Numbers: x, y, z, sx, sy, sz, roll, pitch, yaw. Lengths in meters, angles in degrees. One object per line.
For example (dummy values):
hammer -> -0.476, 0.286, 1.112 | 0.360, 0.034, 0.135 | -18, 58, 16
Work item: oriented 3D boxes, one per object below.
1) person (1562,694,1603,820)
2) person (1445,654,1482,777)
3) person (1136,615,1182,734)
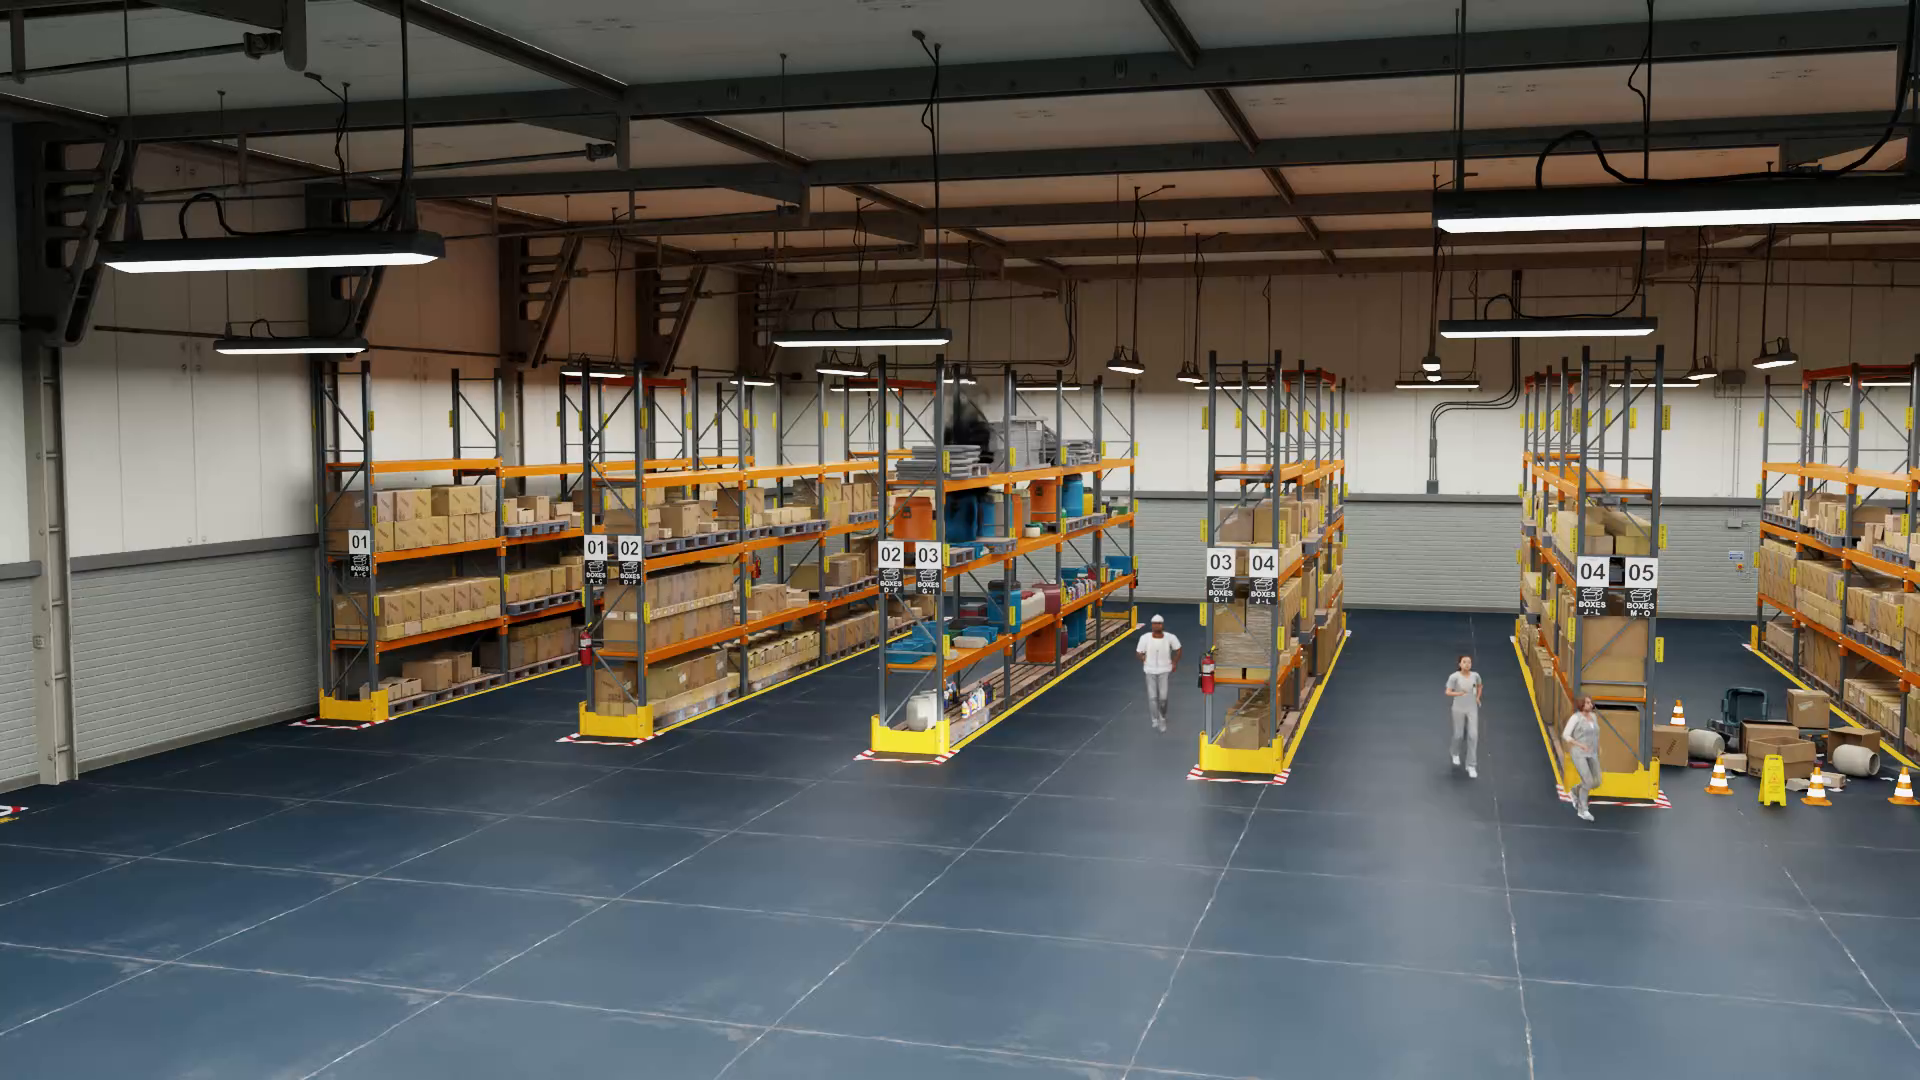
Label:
person -> 7.878, 2.740, 21.017 | 0.581, 1.581, 0.541 | -2, 5, -26
person -> 7.172, 2.450, 23.622 | 0.568, 1.675, 0.905 | 0, 4, 4
person -> 3.015, 2.051, 25.318 | 0.680, 1.814, 0.626 | 1, 4, 12
